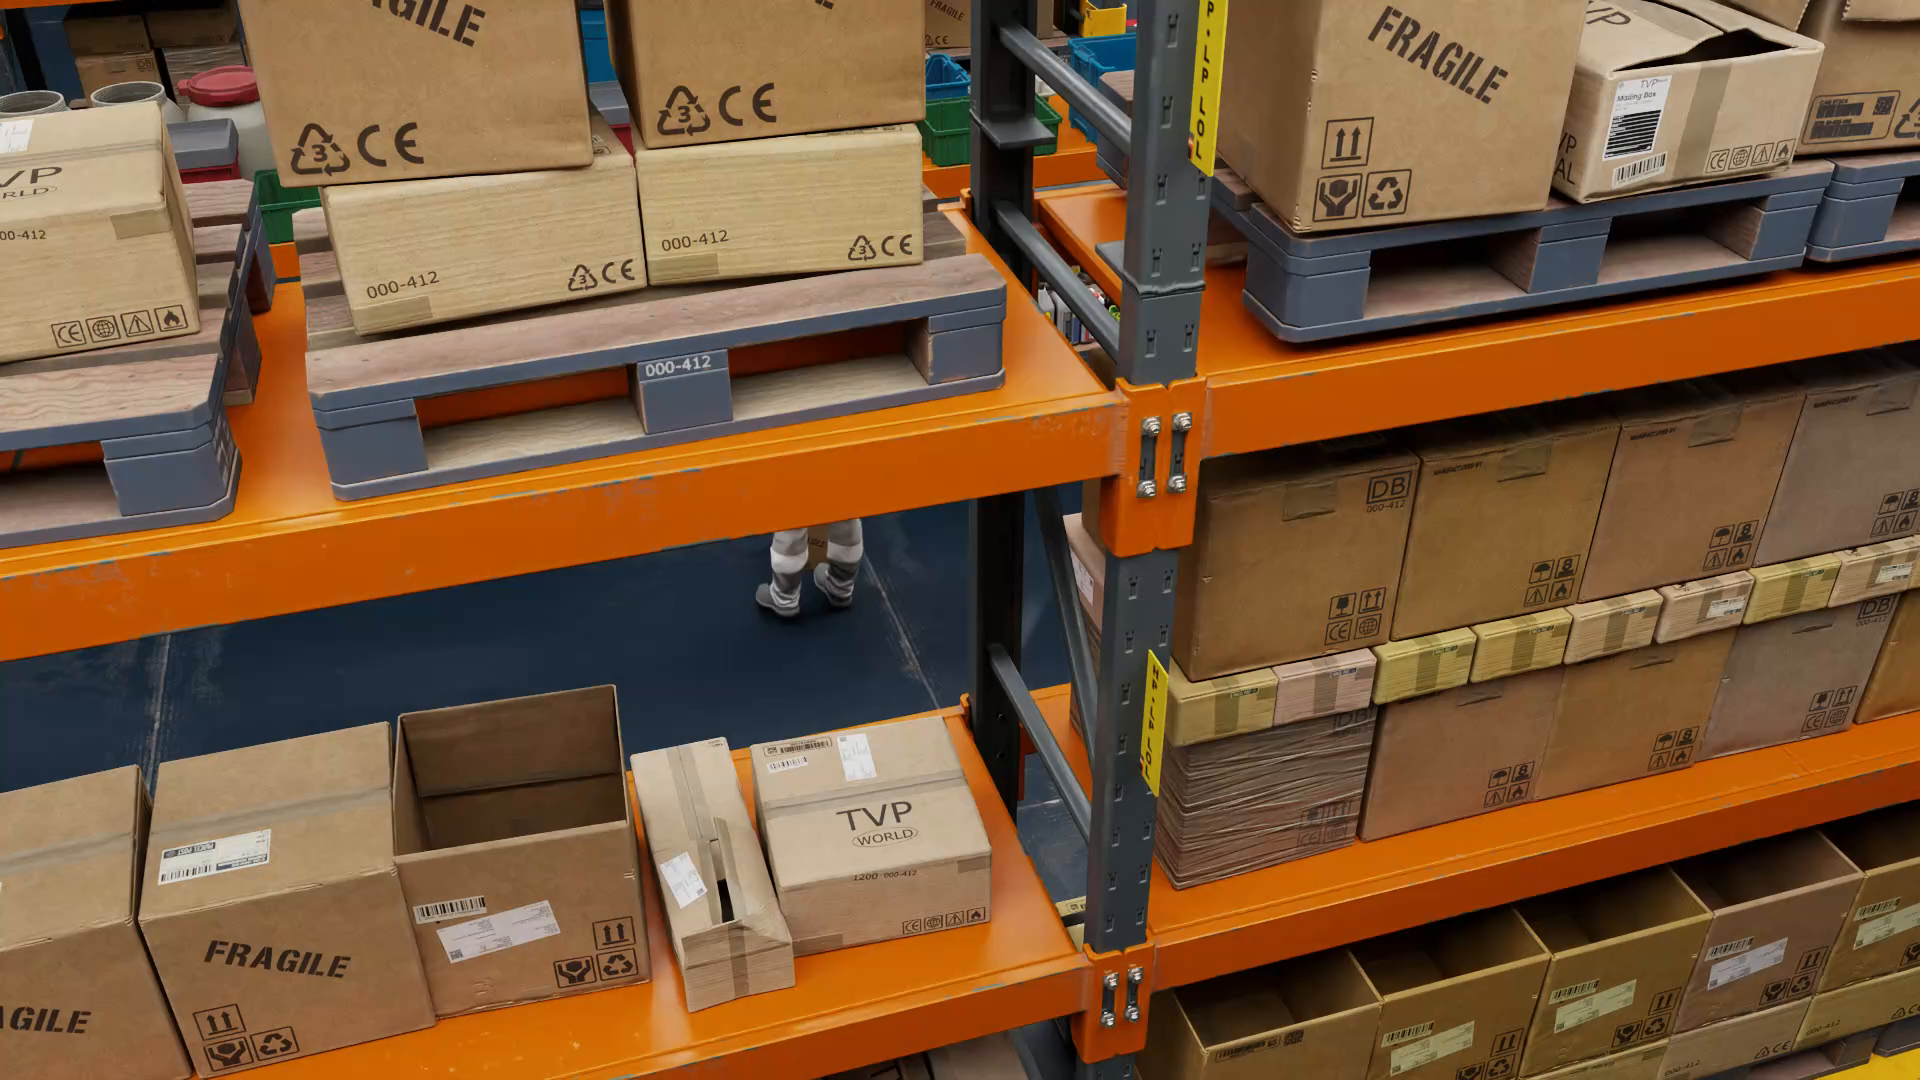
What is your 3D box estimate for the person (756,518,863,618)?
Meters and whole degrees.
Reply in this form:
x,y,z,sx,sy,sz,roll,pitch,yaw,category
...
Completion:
x,y,z,sx,sy,sz,roll,pitch,yaw,category
-0.576,-0.465,6.793,0.577,1.803,0.455,-13,36,-18,person
